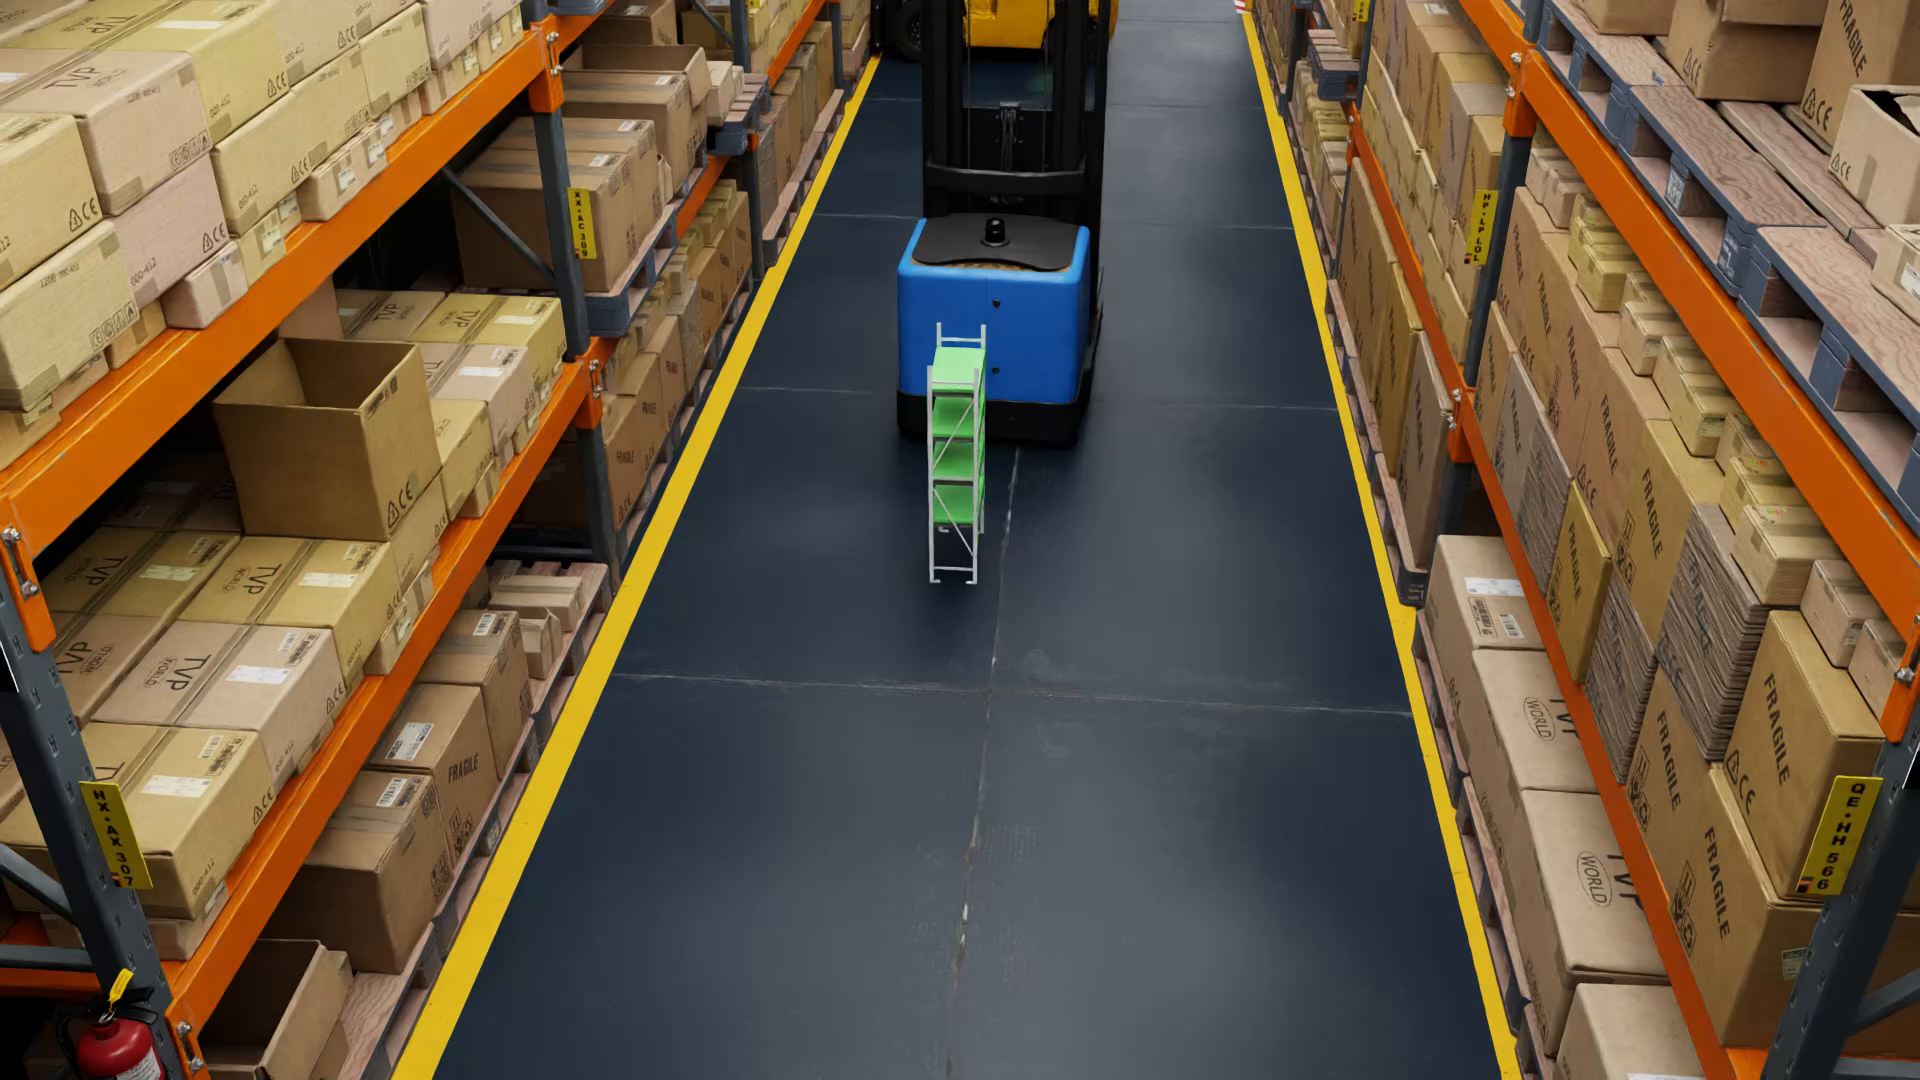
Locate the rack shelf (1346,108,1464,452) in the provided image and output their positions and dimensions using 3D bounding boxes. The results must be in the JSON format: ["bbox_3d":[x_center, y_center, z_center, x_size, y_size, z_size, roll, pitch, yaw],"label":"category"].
[{"bbox_3d":[2.899,-1.575,9.133,1.077,0.370,4.000,2,32,4],"label":"rack shelf"}]

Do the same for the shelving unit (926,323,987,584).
[{"bbox_3d":[-0.013,-0.424,8.295,0.258,1.200,0.503,2,32,4],"label":"shelving unit"}]

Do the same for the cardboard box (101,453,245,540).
[{"bbox_3d":[-2.633,-0.070,5.865,0.500,0.250,0.500,2,32,4],"label":"cardboard box"}]

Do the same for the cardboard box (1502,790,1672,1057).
[{"bbox_3d":[2.431,1.340,5.759,0.875,0.438,0.875,3,32,5],"label":"cardboard box"}]

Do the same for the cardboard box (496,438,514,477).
[{"bbox_3d":[-2.030,-0.351,6.700,0.380,0.149,0.250,3,32,5],"label":"cardboard box"}]

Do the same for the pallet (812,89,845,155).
[{"bbox_3d":[-1.581,-3.655,14.479,1.003,0.211,1.213,2,32,4],"label":"pallet"}]

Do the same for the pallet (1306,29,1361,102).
[{"bbox_3d":[3.014,-3.223,11.303,1.213,0.211,1.003,2,32,4],"label":"pallet"}]

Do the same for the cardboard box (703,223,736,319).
[{"bbox_3d":[-1.757,-1.760,10.730,0.500,0.500,0.500,2,32,3],"label":"cardboard box"}]

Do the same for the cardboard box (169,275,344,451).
[{"bbox_3d":[-2.597,-0.660,6.107,0.500,0.500,0.500,2,32,3],"label":"cardboard box"}]

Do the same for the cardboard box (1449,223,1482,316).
[{"bbox_3d":[2.530,-1.226,7.546,0.500,0.250,0.500,2,32,4],"label":"cardboard box"}]

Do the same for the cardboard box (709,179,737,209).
[{"bbox_3d":[-1.673,-2.259,10.921,0.380,0.149,0.250,1,32,2],"label":"cardboard box"}]

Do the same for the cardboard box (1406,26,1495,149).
[{"bbox_3d":[2.646,-2.355,8.663,0.500,0.500,0.500,3,32,5],"label":"cardboard box"}]

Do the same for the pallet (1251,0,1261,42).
[{"bbox_3d":[3.606,-5.460,17.409,1.003,0.211,1.213,2,32,4],"label":"pallet"}]

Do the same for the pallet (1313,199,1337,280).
[{"bbox_3d":[3.127,-2.149,12.035,1.003,0.211,1.213,2,32,4],"label":"pallet"}]

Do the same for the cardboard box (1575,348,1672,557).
[{"bbox_3d":[2.313,-0.270,5.281,0.500,0.500,0.500,2,32,4],"label":"cardboard box"}]

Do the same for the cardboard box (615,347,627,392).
[{"bbox_3d":[-1.961,-0.895,8.708,0.380,0.149,0.250,1,32,1],"label":"cardboard box"}]

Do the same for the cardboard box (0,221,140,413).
[{"bbox_3d":[-2.228,-0.514,3.726,0.500,0.250,0.500,2,32,3],"label":"cardboard box"}]

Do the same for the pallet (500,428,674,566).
[{"bbox_3d":[-2.182,-0.285,9.012,1.003,0.211,1.213,2,32,4],"label":"pallet"}]

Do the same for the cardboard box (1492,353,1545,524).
[{"bbox_3d":[2.392,-0.381,6.414,0.500,0.500,0.500,3,32,4],"label":"cardboard box"}]

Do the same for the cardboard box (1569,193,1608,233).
[{"bbox_3d":[2.469,-1.156,6.100,0.380,0.149,0.250,2,32,3],"label":"cardboard box"}]

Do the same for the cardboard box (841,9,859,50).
[{"bbox_3d":[-1.212,-4.690,15.245,0.500,0.250,0.500,2,32,4],"label":"cardboard box"}]

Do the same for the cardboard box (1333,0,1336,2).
[{"bbox_3d":[2.893,-4.060,11.699,0.500,0.500,0.500,0,32,1],"label":"cardboard box"}]

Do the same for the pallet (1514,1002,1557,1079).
[{"bbox_3d":[2.398,2.022,5.268,1.003,0.211,1.213,2,32,4],"label":"pallet"}]

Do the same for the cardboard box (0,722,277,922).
[{"bbox_3d":[-2.231,0.757,4.521,0.500,0.250,0.500,3,32,4],"label":"cardboard box"}]

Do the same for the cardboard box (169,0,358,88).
[{"bbox_3d":[-2.131,-1.523,4.887,0.500,0.250,0.500,3,32,5],"label":"cardboard box"}]

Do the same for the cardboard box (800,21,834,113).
[{"bbox_3d":[-1.591,-4.123,14.445,0.875,0.625,0.625,4,32,6],"label":"cardboard box"}]

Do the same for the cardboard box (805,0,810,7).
[{"bbox_3d":[-1.446,-4.369,13.123,0.500,0.250,0.500,3,32,4],"label":"cardboard box"}]

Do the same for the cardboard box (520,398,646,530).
[{"bbox_3d":[-1.947,-0.404,8.528,0.500,0.500,0.500,4,32,6],"label":"cardboard box"}]

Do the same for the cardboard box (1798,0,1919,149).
[{"bbox_3d":[2.725,-1.333,4.603,0.500,0.500,0.500,3,32,5],"label":"cardboard box"}]

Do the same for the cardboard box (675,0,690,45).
[{"bbox_3d":[-2.126,-3.533,11.290,0.500,0.250,0.500,3,32,5],"label":"cardboard box"}]

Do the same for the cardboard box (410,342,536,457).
[{"bbox_3d":[-2.035,-0.569,6.674,0.500,0.250,0.500,3,32,4],"label":"cardboard box"}]

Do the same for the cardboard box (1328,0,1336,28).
[{"bbox_3d":[2.817,-3.733,11.788,0.380,0.149,0.250,3,32,5],"label":"cardboard box"}]

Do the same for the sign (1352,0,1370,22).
[{"bbox_3d":[2.521,-3.405,10.387,0.100,0.325,0.005,2,32,4],"label":"sign"}]

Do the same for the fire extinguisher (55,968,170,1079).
[{"bbox_3d":[-2.088,1.334,4.155,0.296,0.674,0.183,2,32,4],"label":"fire extinguisher"}]

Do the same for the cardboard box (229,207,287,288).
[{"bbox_3d":[-2.109,-0.816,4.595,0.380,0.149,0.250,2,32,4],"label":"cardboard box"}]

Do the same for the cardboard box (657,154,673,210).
[{"bbox_3d":[-1.715,-1.877,8.665,0.396,0.266,0.258,4,32,6],"label":"cardboard box"}]

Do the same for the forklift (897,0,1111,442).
[{"bbox_3d":[0.352,-2.567,10.122,1.130,2.935,3.031,4,32,7],"label":"forklift"}]

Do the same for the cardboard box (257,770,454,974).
[{"bbox_3d":[-2.284,1.170,5.974,0.700,0.500,0.500,4,32,6],"label":"cardboard box"}]

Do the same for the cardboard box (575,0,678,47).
[{"bbox_3d":[-2.083,-3.096,10.419,0.500,0.500,0.500,4,32,6],"label":"cardboard box"}]

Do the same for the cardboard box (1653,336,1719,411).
[{"bbox_3d":[2.330,-0.491,5.020,0.380,0.149,0.250,3,32,6],"label":"cardboard box"}]

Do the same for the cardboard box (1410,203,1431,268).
[{"bbox_3d":[2.625,-1.546,8.543,0.500,0.250,0.500,2,32,3],"label":"cardboard box"}]

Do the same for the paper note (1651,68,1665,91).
[{"bbox_3d":[2.002,-1.325,4.777,0.006,0.032,0.123,3,32,4],"label":"paper note"}]

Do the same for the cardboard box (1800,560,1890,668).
[{"bbox_3d":[2.237,0.182,3.930,0.380,0.149,0.250,3,32,5],"label":"cardboard box"}]

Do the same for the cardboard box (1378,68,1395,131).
[{"bbox_3d":[2.732,-2.552,9.698,0.500,0.250,0.500,3,32,5],"label":"cardboard box"}]

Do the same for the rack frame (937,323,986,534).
[{"bbox_3d":[0.006,-0.552,8.502,0.240,1.200,0.015,2,32,4],"label":"rack frame"}]

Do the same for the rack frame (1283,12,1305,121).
[{"bbox_3d":[3.388,-5.019,14.035,1.000,3.000,0.127,2,32,4],"label":"rack frame"}]

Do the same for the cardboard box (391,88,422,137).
[{"bbox_3d":[-2.075,-1.480,5.673,0.380,0.149,0.250,3,32,6],"label":"cardboard box"}]

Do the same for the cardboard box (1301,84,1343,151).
[{"bbox_3d":[3.293,-3.428,13.559,0.950,0.372,0.625,4,32,7],"label":"cardboard box"}]

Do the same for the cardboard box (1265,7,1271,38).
[{"bbox_3d":[3.291,-5.156,16.478,0.500,0.250,0.500,5,32,7],"label":"cardboard box"}]

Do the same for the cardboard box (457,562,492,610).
[{"bbox_3d":[-2.500,0.256,7.639,0.500,0.311,0.500,4,32,6],"label":"cardboard box"}]

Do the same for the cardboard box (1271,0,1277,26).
[{"bbox_3d":[3.249,-5.200,15.835,0.500,0.500,0.500,4,32,7],"label":"cardboard box"}]

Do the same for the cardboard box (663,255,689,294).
[{"bbox_3d":[-1.809,-1.567,9.797,0.380,0.149,0.250,1,32,2],"label":"cardboard box"}]

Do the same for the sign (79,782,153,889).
[{"bbox_3d":[-1.996,0.700,3.929,0.100,0.325,0.005,2,32,4],"label":"sign"}]

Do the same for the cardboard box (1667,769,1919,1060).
[{"bbox_3d":[2.186,0.950,4.254,0.500,0.500,0.500,3,32,4],"label":"cardboard box"}]

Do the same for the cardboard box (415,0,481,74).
[{"bbox_3d":[-2.032,-1.850,5.894,0.500,0.250,0.500,1,32,2],"label":"cardboard box"}]

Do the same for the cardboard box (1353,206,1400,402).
[{"bbox_3d":[2.846,-1.378,9.751,0.875,0.875,0.875,3,32,5],"label":"cardboard box"}]

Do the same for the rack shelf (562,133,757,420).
[{"bbox_3d":[-2.048,-1.785,9.473,1.077,0.370,4.000,2,32,4],"label":"rack shelf"}]

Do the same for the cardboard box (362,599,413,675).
[{"bbox_3d":[-2.082,0.321,5.609,0.380,0.149,0.250,2,32,3],"label":"cardboard box"}]
